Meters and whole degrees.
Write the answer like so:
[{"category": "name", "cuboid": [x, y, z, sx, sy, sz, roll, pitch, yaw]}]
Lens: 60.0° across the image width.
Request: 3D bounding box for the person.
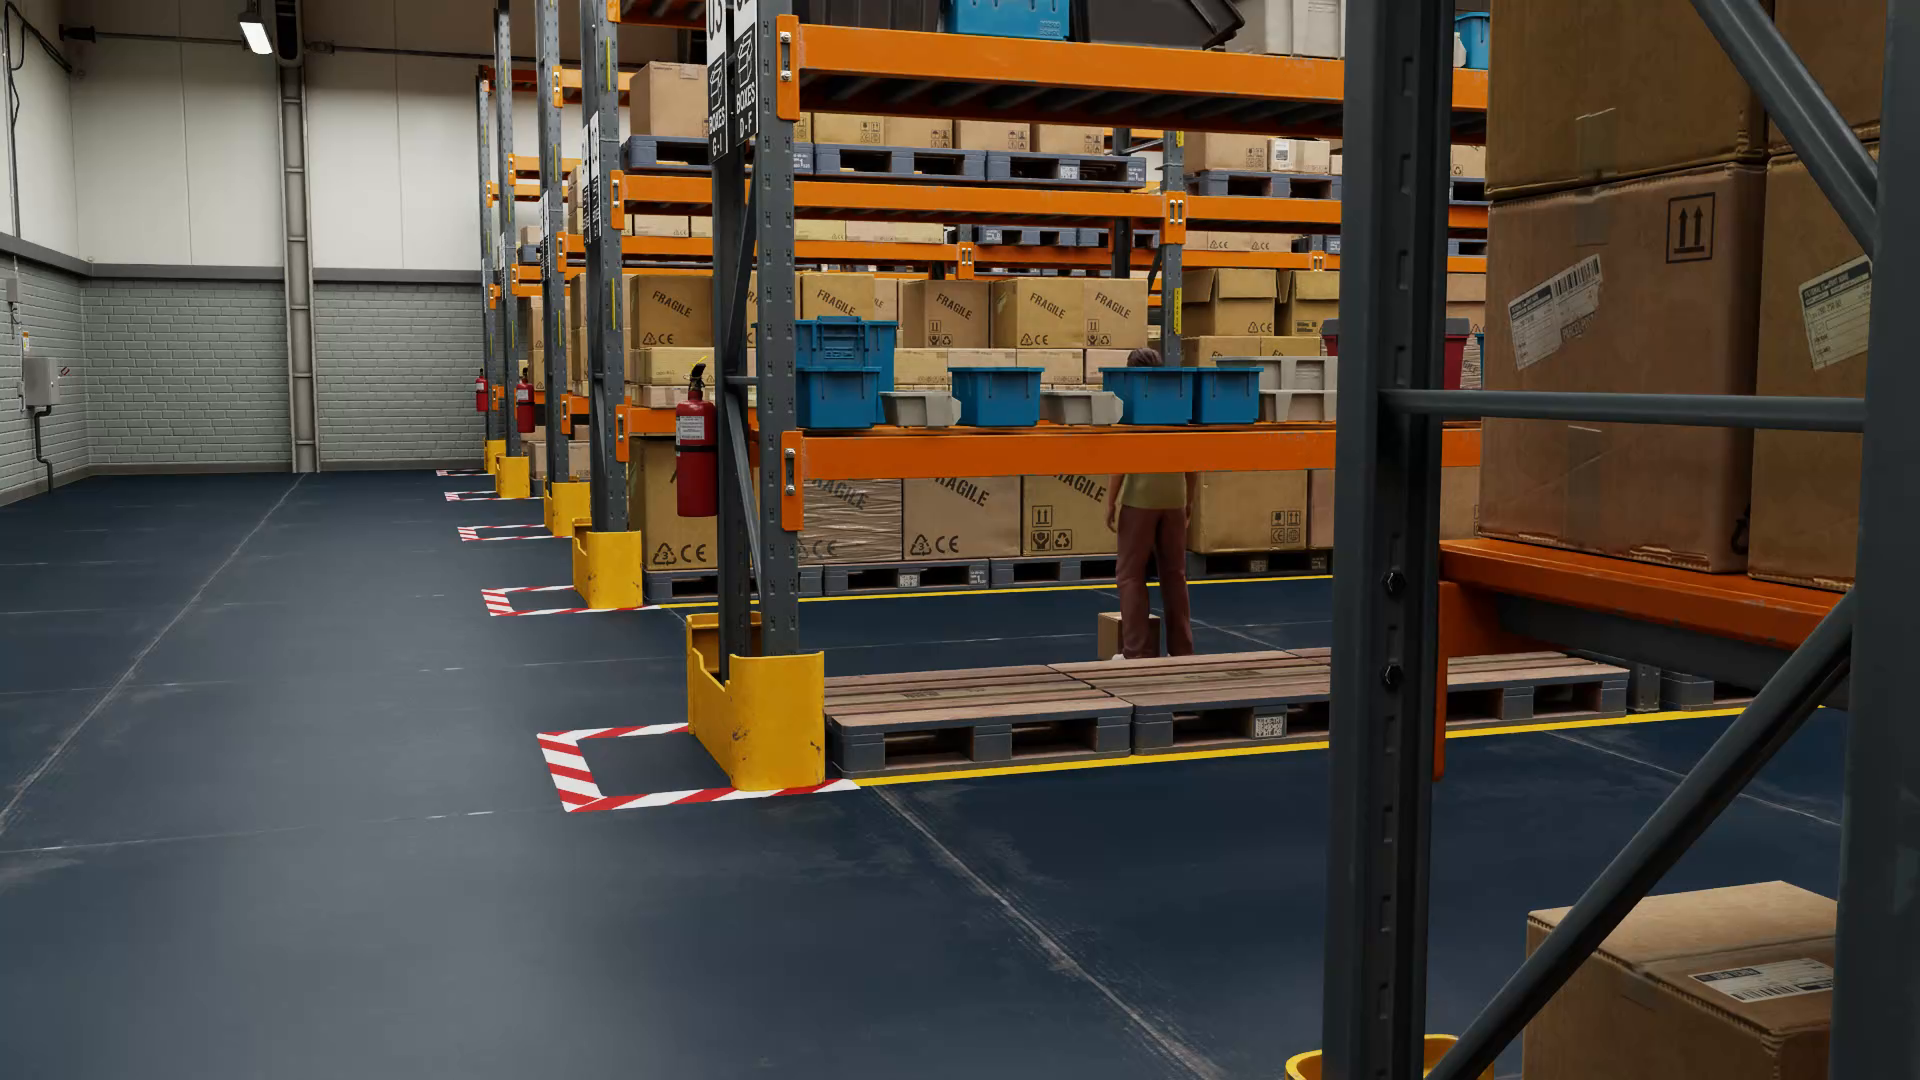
[{"category": "person", "cuboid": [0.984, -0.158, 8.580, 0.515, 1.673, 0.352, -2, 6, -21]}]
